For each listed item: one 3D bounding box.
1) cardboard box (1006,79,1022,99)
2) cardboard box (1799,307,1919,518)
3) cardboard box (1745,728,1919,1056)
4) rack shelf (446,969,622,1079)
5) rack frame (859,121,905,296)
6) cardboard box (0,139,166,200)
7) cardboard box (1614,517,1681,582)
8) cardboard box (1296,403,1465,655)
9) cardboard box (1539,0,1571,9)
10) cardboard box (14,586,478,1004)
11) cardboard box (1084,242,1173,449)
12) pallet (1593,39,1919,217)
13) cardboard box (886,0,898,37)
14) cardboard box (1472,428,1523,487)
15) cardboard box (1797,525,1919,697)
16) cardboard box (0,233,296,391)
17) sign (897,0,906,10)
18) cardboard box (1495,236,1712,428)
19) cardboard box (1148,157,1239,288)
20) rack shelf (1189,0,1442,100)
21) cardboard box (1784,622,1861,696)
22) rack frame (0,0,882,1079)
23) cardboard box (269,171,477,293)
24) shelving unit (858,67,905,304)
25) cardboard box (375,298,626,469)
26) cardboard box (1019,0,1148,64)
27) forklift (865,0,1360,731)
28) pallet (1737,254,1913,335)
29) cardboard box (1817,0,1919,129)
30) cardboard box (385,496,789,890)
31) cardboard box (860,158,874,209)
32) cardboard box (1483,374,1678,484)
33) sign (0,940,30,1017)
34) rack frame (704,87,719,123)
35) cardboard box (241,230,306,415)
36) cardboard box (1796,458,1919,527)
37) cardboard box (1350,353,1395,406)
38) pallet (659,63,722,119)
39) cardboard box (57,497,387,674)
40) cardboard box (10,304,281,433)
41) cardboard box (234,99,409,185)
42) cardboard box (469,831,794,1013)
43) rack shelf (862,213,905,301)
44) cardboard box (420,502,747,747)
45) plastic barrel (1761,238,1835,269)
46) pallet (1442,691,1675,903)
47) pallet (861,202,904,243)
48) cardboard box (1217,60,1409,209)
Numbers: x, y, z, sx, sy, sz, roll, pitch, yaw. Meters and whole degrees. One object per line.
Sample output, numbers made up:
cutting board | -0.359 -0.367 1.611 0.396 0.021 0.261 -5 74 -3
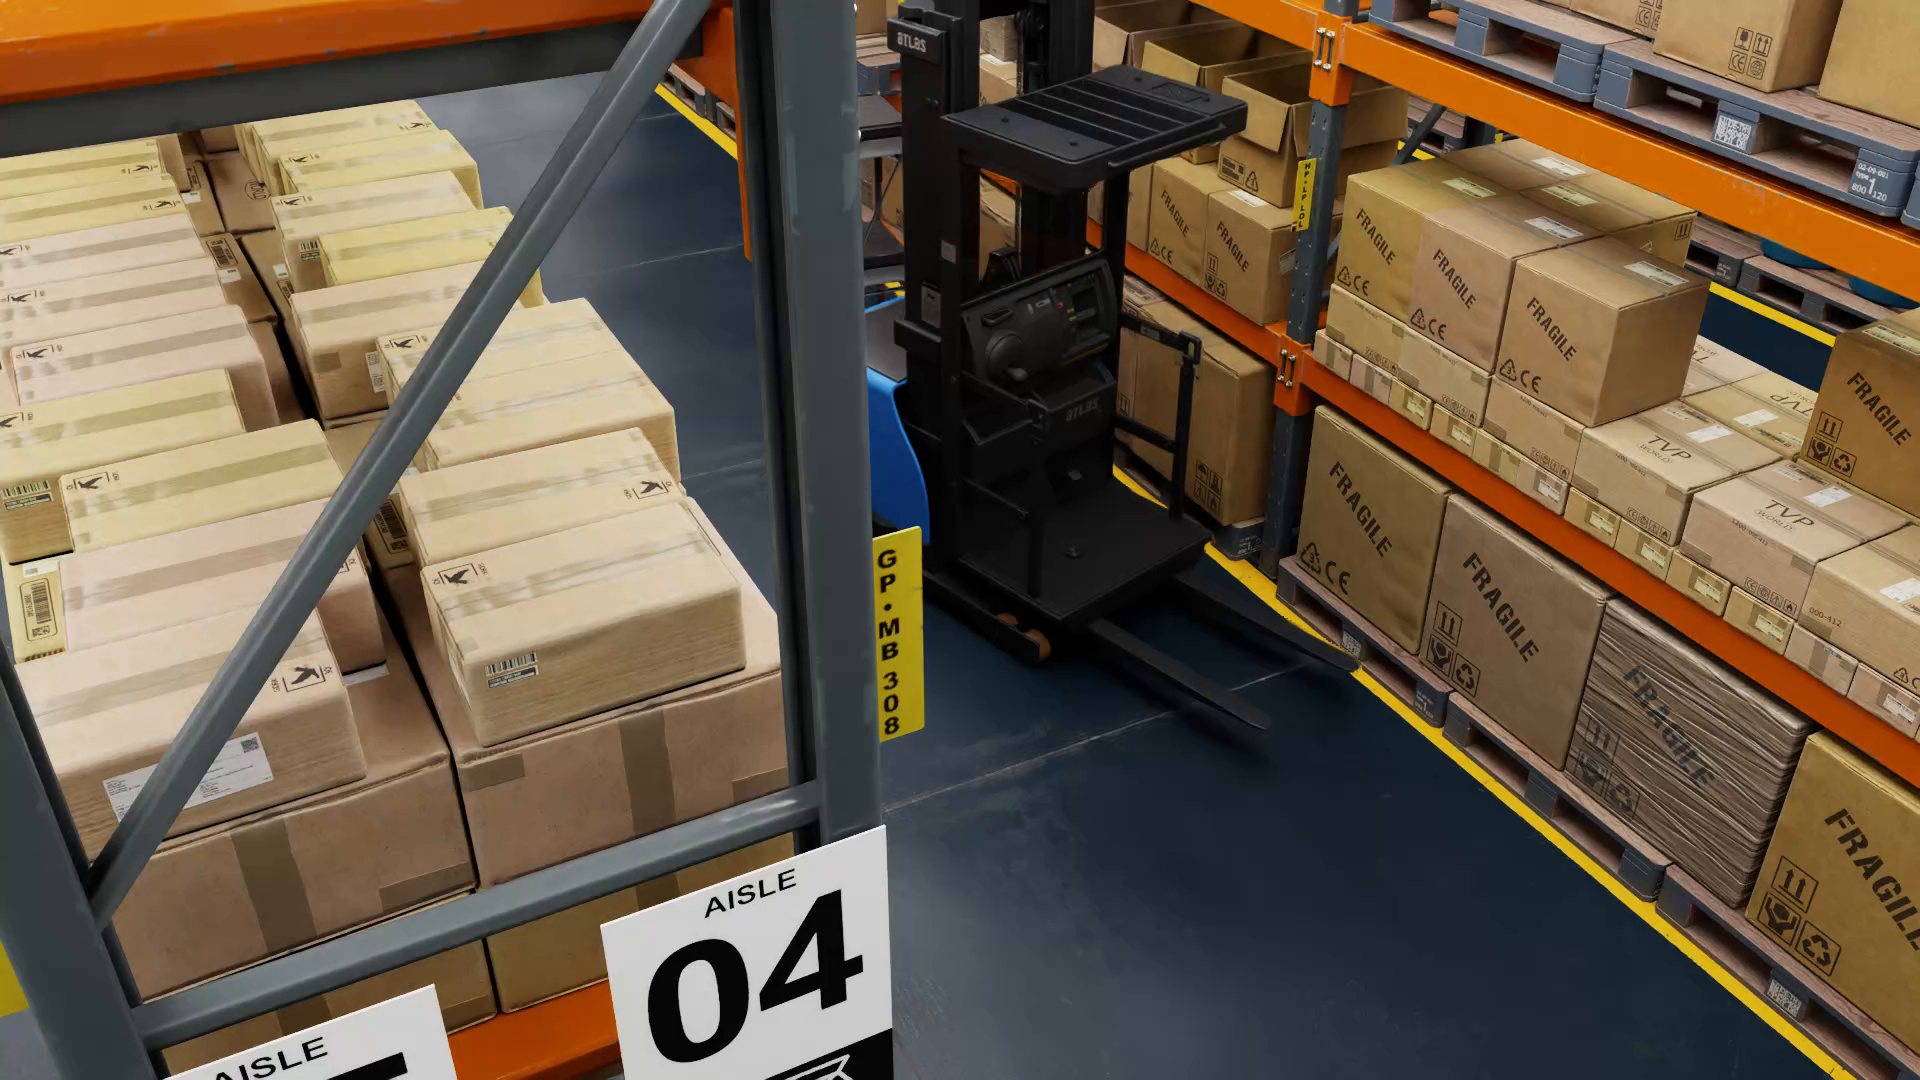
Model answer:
cardboard box | 0.601 -2.370 9.576 0.500 0.500 0.500 -17 36 -24
cardboard box | 3.396 -0.459 5.854 0.500 0.500 0.500 -17 36 -24
cardboard box | 3.492 1.133 5.782 0.875 0.875 0.875 -16 36 -23
rack shelf | -1.507 -0.015 3.879 1.077 0.370 4.000 -16 36 -23
rack frame | -0.446 -1.314 8.854 0.400 2.100 0.015 -11 34 -17
cardboard box | -1.947 -0.748 3.663 0.380 0.149 0.250 -14 35 -21
cardboard box | 2.691 -0.011 6.219 0.380 0.149 0.250 -15 36 -22
cardboard box | 2.233 -0.156 7.793 0.875 0.875 0.875 -16 36 -23
cardboard box | 2.414 -2.374 6.320 0.700 0.500 0.500 -18 37 -26
cardboard box | -1.014 0.333 2.344 0.500 0.250 0.500 -17 36 -25
cardboard box | 1.262 -1.217 9.450 1.225 0.875 0.875 -17 36 -25
pallet | 2.933 -1.460 5.550 1.003 0.211 1.213 -16 36 -23
cardboard box | -0.156 -3.584 11.082 0.500 0.500 0.500 -21 38 -29
cardboard box | 2.329 -0.380 6.795 0.380 0.149 0.250 -16 36 -24
cardboard box | 3.164 0.231 5.471 0.500 0.250 0.500 -17 36 -24
cardboard box | -1.715 -0.399 3.488 0.500 0.250 0.500 -18 37 -25
sign | -0.345 -3.431 10.324 0.100 0.325 0.005 -16 36 -23
cardboard box | 2.463 -0.810 6.401 0.500 0.500 0.500 -17 36 -25
cardboard box | 1.312 -1.643 8.441 0.500 0.500 0.500 -15 35 -22
rack shelf | 1.063 -3.123 8.731 1.077 0.370 4.000 -16 36 -23
cardboard box | 3.049 0.355 5.648 0.380 0.149 0.250 -15 36 -22
rack frame | -0.574 -0.626 1.386 1.000 3.000 0.127 -16 36 -23
cardboard box | -1.222 -0.639 3.492 0.380 0.149 0.250 -15 35 -22
shelving unit | -0.533 -1.438 9.046 0.431 2.100 0.503 -11 34 -17
cardboard box | -0.801 -0.281 2.933 0.380 0.149 0.250 -15 36 -22
cardboard box | 0.759 -2.917 9.500 0.797 0.503 0.637 -15 36 -22
forklift | 0.523 -0.959 7.530 1.130 2.935 3.031 -26 41 -35
pallet | 6.055 -1.659 11.144 1.003 0.211 1.213 -16 36 -23
cardboard box | 3.131 -1.592 5.099 0.700 0.500 0.500 -18 37 -26
cardboard box | -0.553 0.210 2.537 0.500 0.250 0.500 -15 36 -22
cardboard box | -0.469 -2.826 12.291 0.700 0.500 0.500 -19 37 -27
cardboard box | 2.457 -0.496 6.607 0.500 0.250 0.500 -15 36 -22
sign | -1.074 0.394 1.753 0.100 0.325 0.005 -16 36 -23
rack frame | -1.734 -5.026 13.815 1.000 3.000 0.127 -16 36 -23
cardboard box | -1.255 -0.520 3.675 0.500 0.250 0.500 -17 36 -25
cardboard box | 3.397 -0.146 6.060 0.500 0.250 0.500 -17 36 -25
cardboard box | 1.962 -0.753 7.377 0.380 0.149 0.250 -17 36 -25
pallet | -2.078 -4.164 15.054 1.003 0.211 1.213 -16 36 -23
cardboard box | -1.036 0.100 2.339 0.380 0.149 0.250 -15 36 -22
cardboard box | -1.421 -0.263 2.905 0.380 0.149 0.250 -17 36 -24
cardboard box | -1.558 -1.012 4.074 0.380 0.149 0.250 -17 37 -25
cardboard box | -0.557 0.421 2.670 0.500 0.250 0.500 -15 35 -21
rack shelf | -0.533 -1.426 9.054 0.431 0.518 0.480 -11 34 -17
cardboard box | -0.524 0.109 2.324 0.380 0.149 0.250 -16 36 -24
plastic barrel | 5.809 -2.350 11.193 0.600 0.901 0.708 -16 36 -23
pallet | 2.854 0.931 7.101 1.003 0.211 1.213 -16 36 -23
pallet | -0.232 -2.317 12.170 1.003 0.211 1.213 -16 36 -23
cardboard box | 1.691 -1.976 8.031 0.797 0.503 0.637 -17 36 -24
